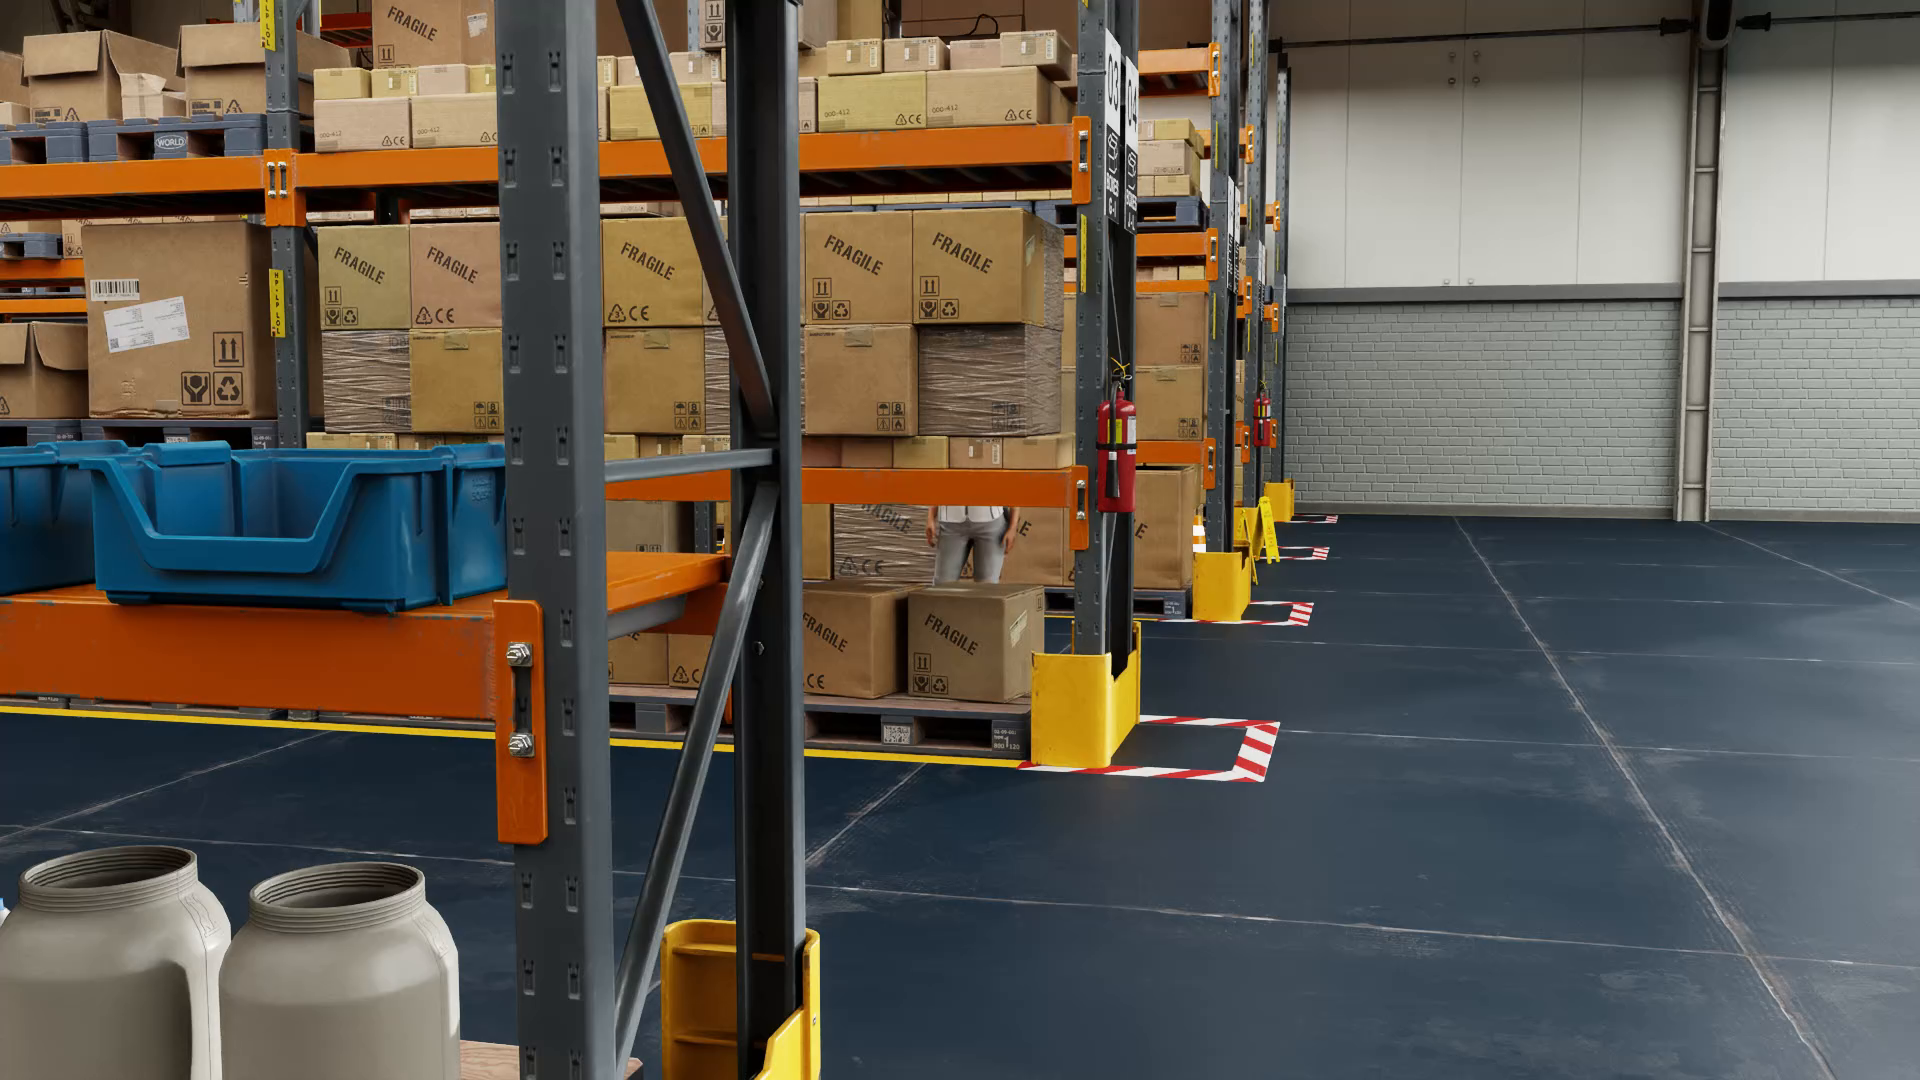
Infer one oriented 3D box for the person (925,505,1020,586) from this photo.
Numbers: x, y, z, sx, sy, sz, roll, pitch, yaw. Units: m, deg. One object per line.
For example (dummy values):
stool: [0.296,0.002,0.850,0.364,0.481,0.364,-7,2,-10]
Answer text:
person: [0.043,-0.052,9.739,0.595,1.669,0.526,1,5,14]
